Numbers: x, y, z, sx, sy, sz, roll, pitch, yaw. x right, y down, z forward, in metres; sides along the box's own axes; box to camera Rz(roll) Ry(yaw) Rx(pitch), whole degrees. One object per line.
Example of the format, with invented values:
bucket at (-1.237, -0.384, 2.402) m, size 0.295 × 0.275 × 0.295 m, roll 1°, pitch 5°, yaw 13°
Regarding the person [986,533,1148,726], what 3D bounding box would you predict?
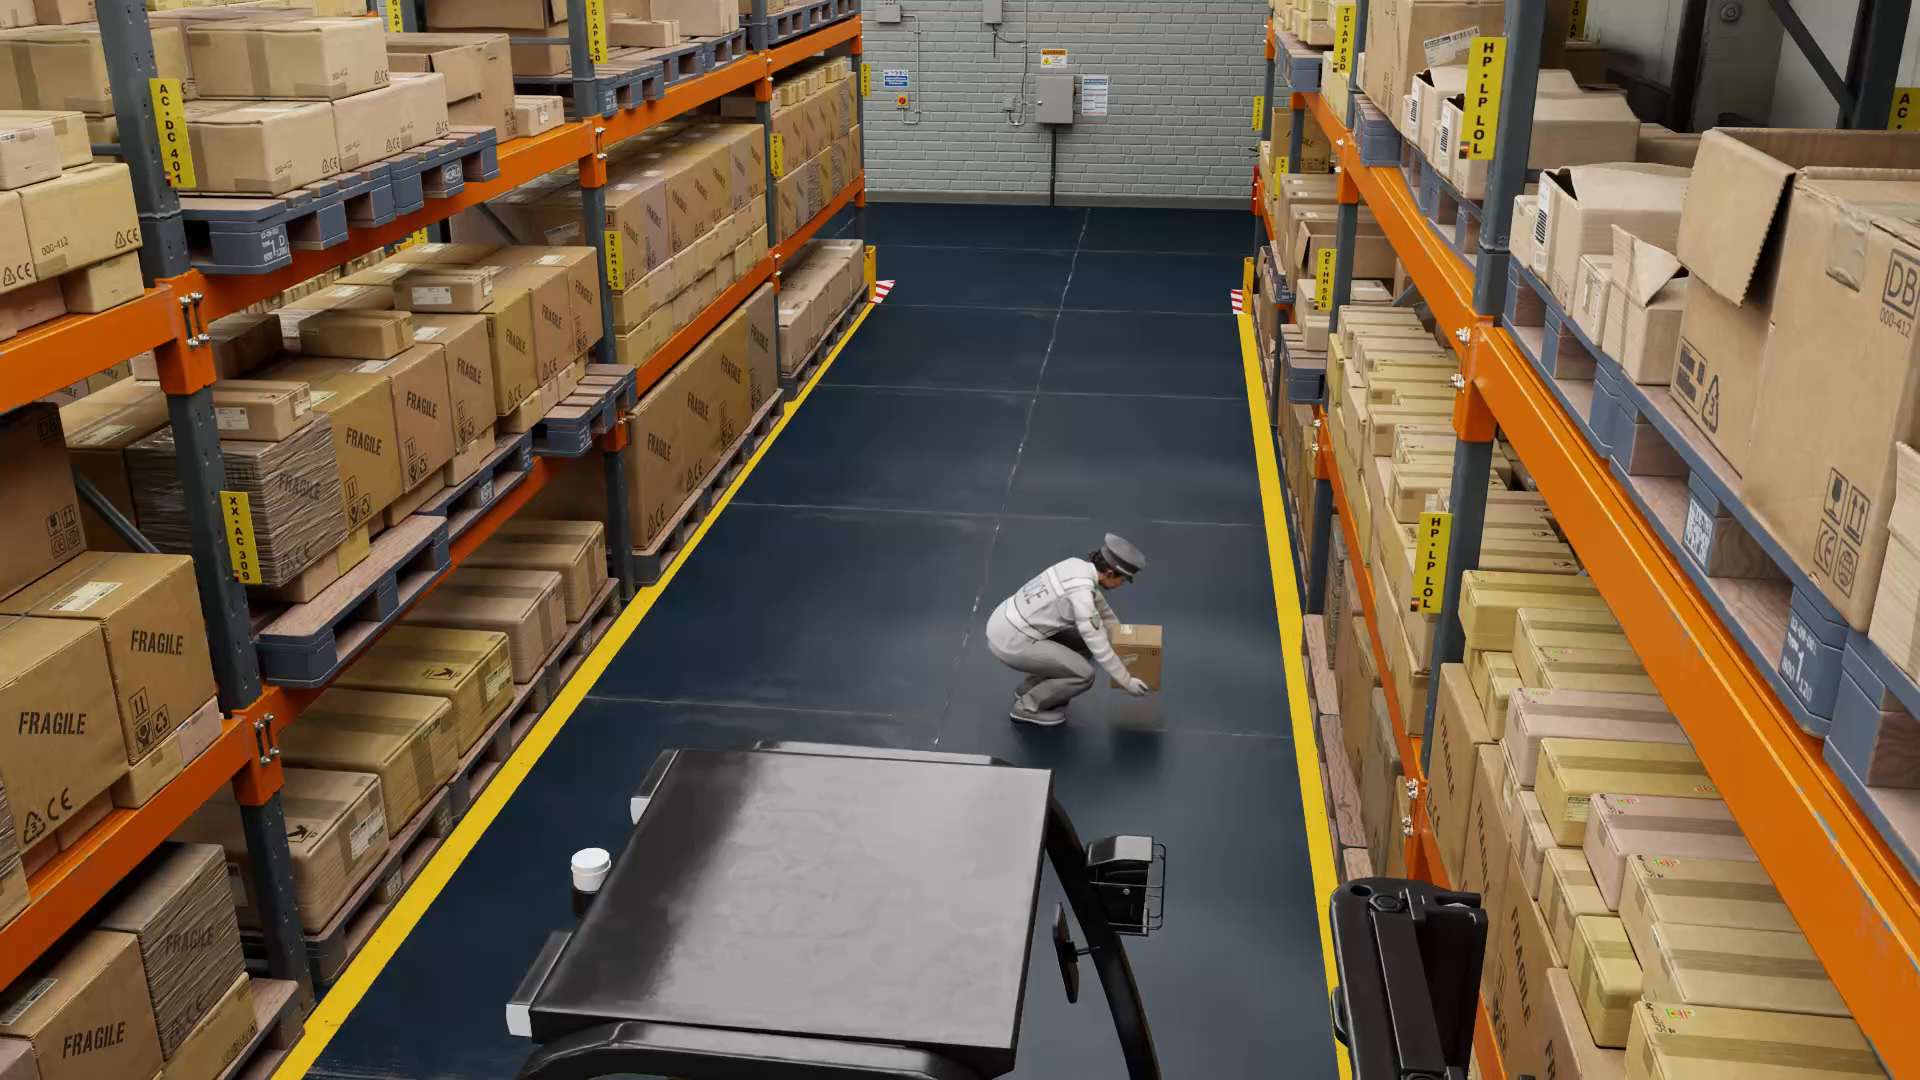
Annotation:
person at (0.551, 0.440, 8.438) m, size 0.829 × 0.961 × 0.495 m, roll 3°, pitch 21°, yaw 6°
